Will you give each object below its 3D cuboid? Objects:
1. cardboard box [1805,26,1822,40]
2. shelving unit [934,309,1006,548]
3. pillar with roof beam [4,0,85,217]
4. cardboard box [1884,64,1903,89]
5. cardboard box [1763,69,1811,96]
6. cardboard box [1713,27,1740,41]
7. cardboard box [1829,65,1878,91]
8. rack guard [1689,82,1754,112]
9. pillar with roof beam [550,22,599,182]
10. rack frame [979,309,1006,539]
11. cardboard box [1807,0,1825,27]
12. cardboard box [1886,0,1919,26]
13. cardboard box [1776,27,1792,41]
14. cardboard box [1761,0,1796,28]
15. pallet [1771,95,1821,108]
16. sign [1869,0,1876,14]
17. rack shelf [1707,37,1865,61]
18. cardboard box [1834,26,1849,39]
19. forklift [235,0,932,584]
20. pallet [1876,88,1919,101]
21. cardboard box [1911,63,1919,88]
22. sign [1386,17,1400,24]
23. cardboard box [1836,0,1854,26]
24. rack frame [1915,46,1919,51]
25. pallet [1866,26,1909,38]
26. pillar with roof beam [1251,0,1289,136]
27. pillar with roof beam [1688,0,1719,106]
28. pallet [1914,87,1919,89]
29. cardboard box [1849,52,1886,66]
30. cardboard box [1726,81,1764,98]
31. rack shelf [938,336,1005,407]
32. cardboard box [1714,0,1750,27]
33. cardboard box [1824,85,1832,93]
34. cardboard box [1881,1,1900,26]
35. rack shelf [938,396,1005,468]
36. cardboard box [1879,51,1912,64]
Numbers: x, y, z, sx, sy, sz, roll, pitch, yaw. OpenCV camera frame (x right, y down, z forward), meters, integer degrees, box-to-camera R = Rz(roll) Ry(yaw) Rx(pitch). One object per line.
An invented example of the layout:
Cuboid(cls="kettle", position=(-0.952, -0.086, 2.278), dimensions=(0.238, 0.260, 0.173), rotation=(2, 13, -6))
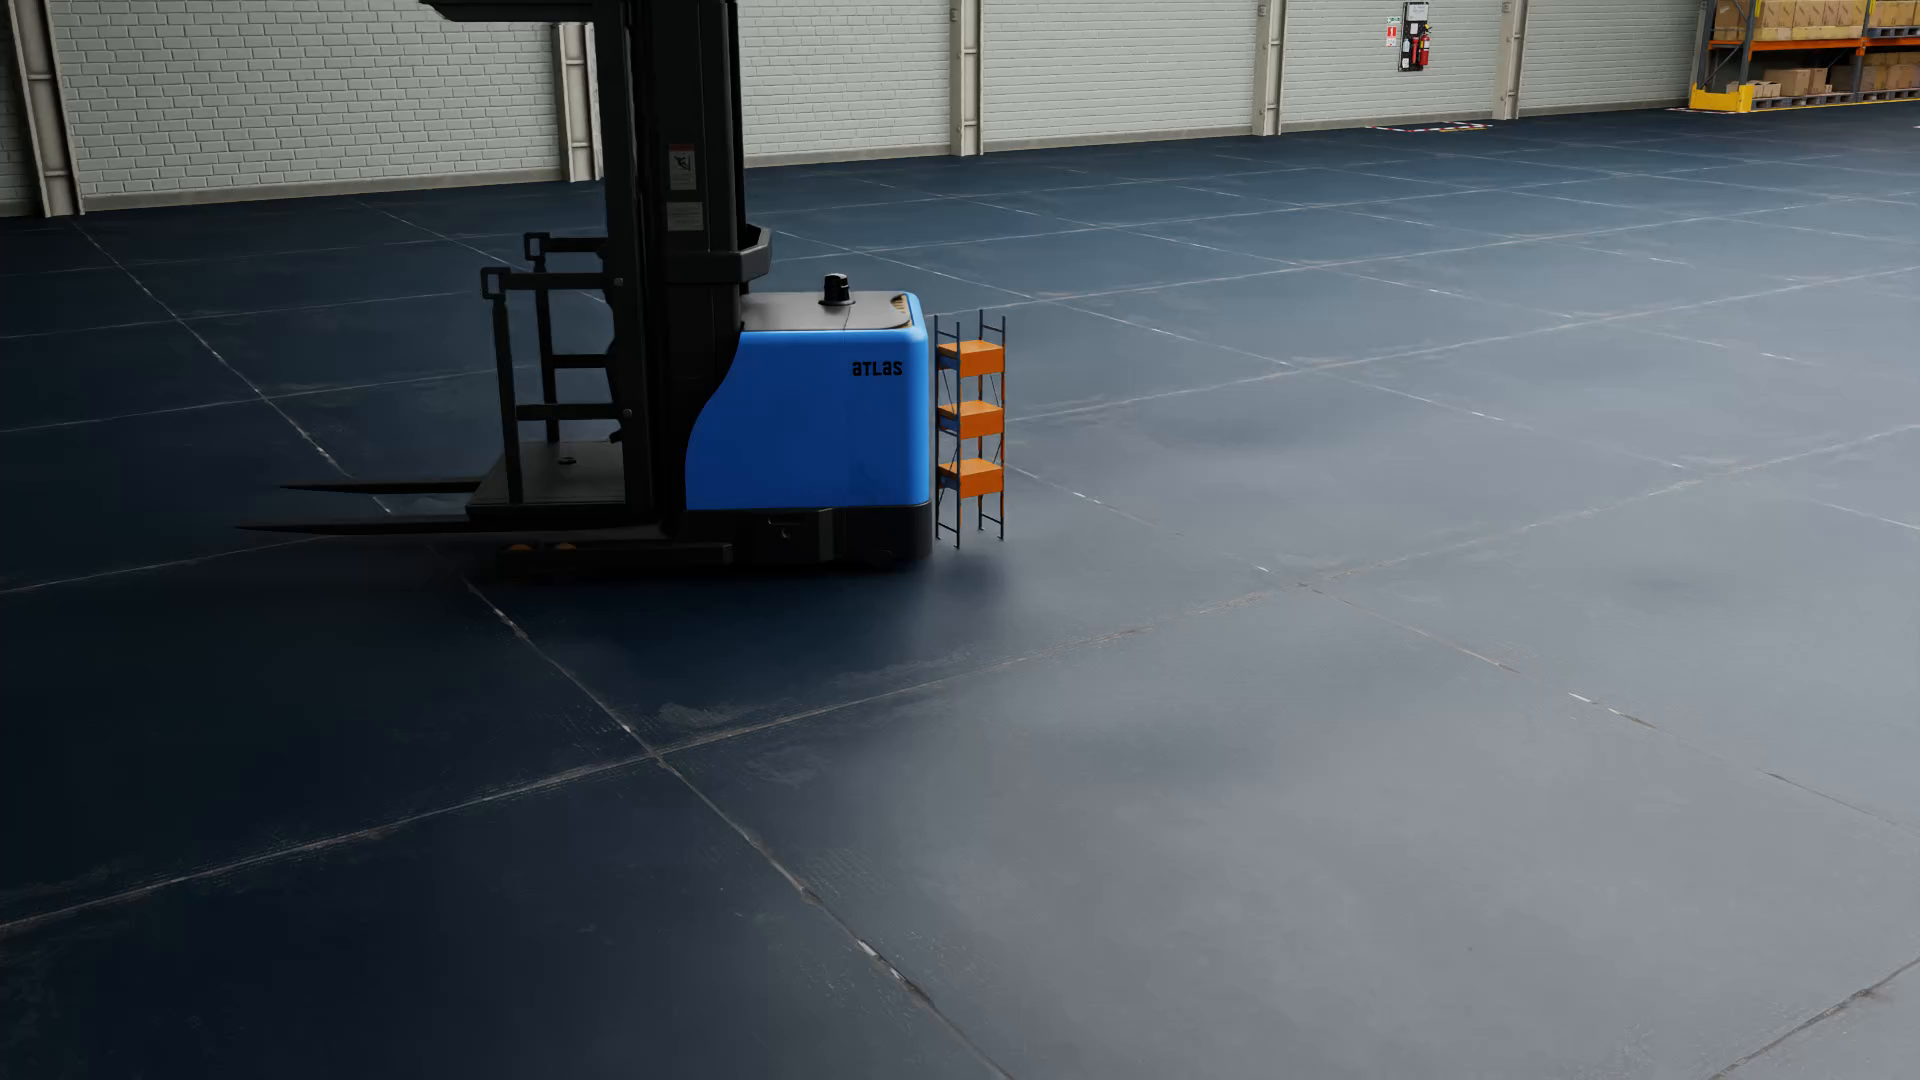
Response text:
Cuboid(cls="cardboard box", position=(16.882, -10.167, 33.337), dimensions=(0.500, 0.250, 0.500), rotation=(-12, 22, -31))
Cuboid(cls="shelving unit", position=(0.045, -0.507, 7.605), dimensions=(0.252, 1.050, 0.215), rotation=(-12, 22, -31))
Cuboid(cls="pillar with roof beam", position=(-7.557, -6.717, 13.561), dimensions=(0.400, 9.000, 9.100), rotation=(-12, 22, -31))
Cuboid(cls="cardboard box", position=(19.820, -10.002, 35.863), dimensions=(0.500, 0.500, 0.700), rotation=(-12, 22, -31))
Cuboid(cls="cardboard box", position=(16.765, -9.294, 33.768), dimensions=(0.500, 0.500, 0.700), rotation=(-14, 23, -35))
Cuboid(cls="cardboard box", position=(15.305, -10.028, 32.927), dimensions=(0.500, 0.250, 0.500), rotation=(-12, 22, -31))
Cuboid(cls="cardboard box", position=(18.968, -9.819, 35.320), dimensions=(0.500, 0.500, 0.700), rotation=(-11, 22, -30))
Cuboid(cls="rack guard", position=(15.085, -8.785, 32.949), dimensions=(0.348, 0.500, 1.175), rotation=(-12, 22, -31))
Cuboid(cls="pillar with roof beam", position=(-2.546, -7.773, 16.687), dimensions=(0.400, 9.000, 9.100), rotation=(-12, 22, -31))
Cuboid(cls="rack frame", position=(0.147, -0.528, 7.668), dimensions=(0.008, 1.050, 0.200), rotation=(-12, 22, -31))
Cuboid(cls="cardboard box", position=(16.863, -10.521, 33.213), dimensions=(0.500, 0.500, 0.500), rotation=(-11, 22, -30))
Cuboid(cls="cardboard box", position=(20.288, -11.310, 35.671), dimensions=(0.500, 0.500, 0.700), rotation=(-12, 22, -31))
Cuboid(cls="cardboard box", position=(16.029, -9.990, 32.815), dimensions=(0.500, 0.250, 0.500), rotation=(-13, 22, -33))
Cuboid(cls="cardboard box", position=(16.004, -10.337, 32.671), dimensions=(0.500, 0.500, 0.500), rotation=(-12, 22, -31))
Cuboid(cls="pallet", position=(16.801, -8.995, 34.022), dimensions=(1.213, 0.211, 1.003), rotation=(-12, 22, -31))
Cuboid(cls="sign", position=(18.667, -10.926, 34.029), dimensions=(0.005, 0.325, 0.100), rotation=(-12, 22, -31))
Cuboid(cls="rack shelf", position=(16.692, -9.967, 33.666), dimensions=(4.000, 0.370, 1.077), rotation=(-12, 22, -31))
Cuboid(cls="cardboard box", position=(17.713, -10.349, 33.874), dimensions=(0.500, 0.250, 0.500), rotation=(-12, 22, -31))
Cuboid(cls="forklift", position=(-1.664, -1.376, 7.237), dimensions=(3.031, 2.935, 1.130), rotation=(-1, 19, -4))
Cuboid(cls="pallet", position=(20.032, -9.693, 36.086), dimensions=(1.213, 0.211, 1.003), rotation=(-12, 22, -31))
Cuboid(cls="cardboard box", position=(20.636, -10.189, 36.414), dimensions=(0.500, 0.500, 0.700), rotation=(-12, 22, -31))
Cuboid(cls="sign", position=(7.525, -9.025, 28.873), dimensions=(0.331, 0.109, 0.001), rotation=(-12, 22, -31))
Cuboid(cls="cardboard box", position=(17.724, -10.698, 33.738), dimensions=(0.500, 0.500, 0.500), rotation=(-12, 22, -32))
Cuboid(cls="rack frame", position=(21.703, -11.365, 36.677), dimensions=(0.127, 3.000, 1.000), rotation=(-12, 22, -31))
Cuboid(cls="pallet", position=(19.080, -10.665, 34.907), dimensions=(1.213, 0.211, 1.003), rotation=(-12, 22, -31))
Cuboid(cls="pillar with roof beam", position=(7.476, -9.887, 22.939), dimensions=(0.400, 9.000, 9.100), rotation=(-12, 22, -31))
Cuboid(cls="pillar with roof beam", position=(17.498, -12.001, 29.191), dimensions=(0.400, 9.000, 9.100), rotation=(-12, 22, -31))
Cuboid(cls="pallet", position=(21.049, -9.906, 36.718), dimensions=(1.213, 0.211, 1.003), rotation=(-12, 22, -31))
Cuboid(cls="cardboard box", position=(19.334, -10.252, 35.432), dimensions=(0.500, 0.250, 0.500), rotation=(-12, 22, -33))
Cuboid(cls="cardboard box", position=(15.649, -8.988, 33.159), dimensions=(0.500, 0.311, 0.500), rotation=(-15, 24, -37))
Cuboid(cls="rack shelf", position=(0.045, -0.766, 7.517), dimensions=(0.240, 0.259, 0.215), rotation=(-12, 22, -31))
Cuboid(cls="cardboard box", position=(15.298, -10.389, 32.824), dimensions=(0.500, 0.500, 0.500), rotation=(-12, 22, -32))
Cuboid(cls="cardboard box", position=(17.932, -9.424, 34.674), dimensions=(0.250, 0.166, 0.380), rotation=(-16, 24, -38))
Cuboid(cls="cardboard box", position=(19.277, -11.093, 35.030), dimensions=(0.500, 0.500, 0.700), rotation=(-9, 21, -26))
Cuboid(cls="rack shelf", position=(0.045, -0.497, 7.608), dimensions=(0.240, 0.259, 0.215), rotation=(-12, 22, -31))
Cuboid(cls="cardboard box", position=(20.193, -10.428, 35.951), dimensions=(0.500, 0.250, 0.500), rotation=(-12, 22, -32))
